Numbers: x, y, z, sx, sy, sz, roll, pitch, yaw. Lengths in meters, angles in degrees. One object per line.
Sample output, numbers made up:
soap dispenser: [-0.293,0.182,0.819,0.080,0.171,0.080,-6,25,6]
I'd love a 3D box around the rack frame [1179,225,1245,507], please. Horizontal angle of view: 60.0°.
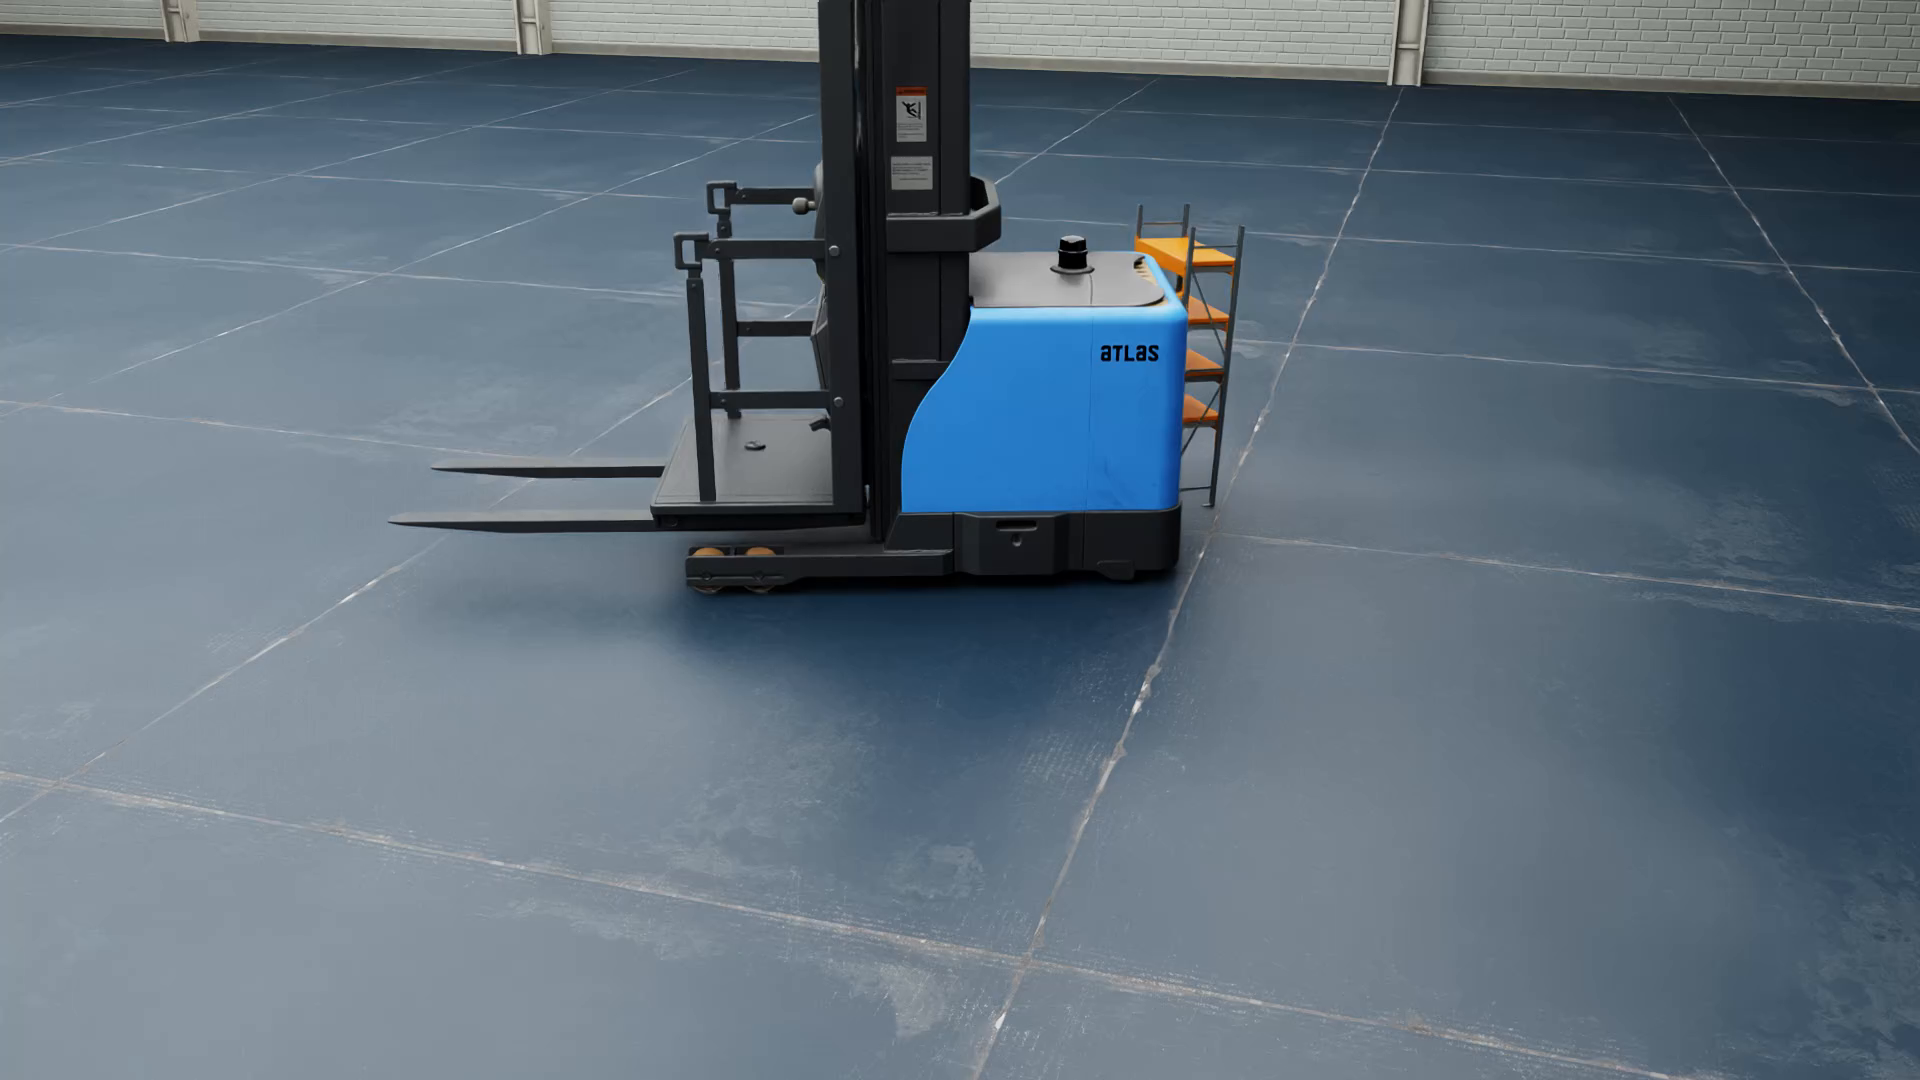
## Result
rack frame: [1.003,-0.697,6.873,0.240,1.200,0.015,-5,23,-19]

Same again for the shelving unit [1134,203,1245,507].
shelving unit: [0.922,-0.785,7.086,0.258,1.200,0.503,-5,23,-19]

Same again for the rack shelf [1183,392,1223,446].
rack shelf: [0.909,-0.538,7.183,0.258,0.148,0.480,-5,23,-19]

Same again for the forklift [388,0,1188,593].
forklift: [-0.684,-1.360,6.224,3.031,2.935,1.130,-1,22,-1]

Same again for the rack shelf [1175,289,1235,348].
rack shelf: [0.929,-0.930,7.029,0.258,0.148,0.480,-5,23,-19]

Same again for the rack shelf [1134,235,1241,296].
rack shelf: [0.940,-1.150,6.943,0.258,0.148,0.480,-5,23,-19]

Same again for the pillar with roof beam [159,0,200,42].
pillar with roof beam: [-13.018,-10.169,19.703,0.400,9.000,9.100,7,23,16]

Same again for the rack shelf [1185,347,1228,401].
rack shelf: [0.919,-0.722,7.110,0.258,0.148,0.480,-5,23,-19]

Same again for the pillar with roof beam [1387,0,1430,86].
pillar with roof beam: [4.214,-8.196,14.892,0.400,9.000,9.100,7,23,16]

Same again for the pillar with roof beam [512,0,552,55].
pillar with roof beam: [-7.274,-9.511,18.099,0.400,9.000,9.100,7,23,16]

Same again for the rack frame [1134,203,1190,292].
rack frame: [0.841,-0.872,7.299,0.240,1.200,0.015,-5,23,-19]
